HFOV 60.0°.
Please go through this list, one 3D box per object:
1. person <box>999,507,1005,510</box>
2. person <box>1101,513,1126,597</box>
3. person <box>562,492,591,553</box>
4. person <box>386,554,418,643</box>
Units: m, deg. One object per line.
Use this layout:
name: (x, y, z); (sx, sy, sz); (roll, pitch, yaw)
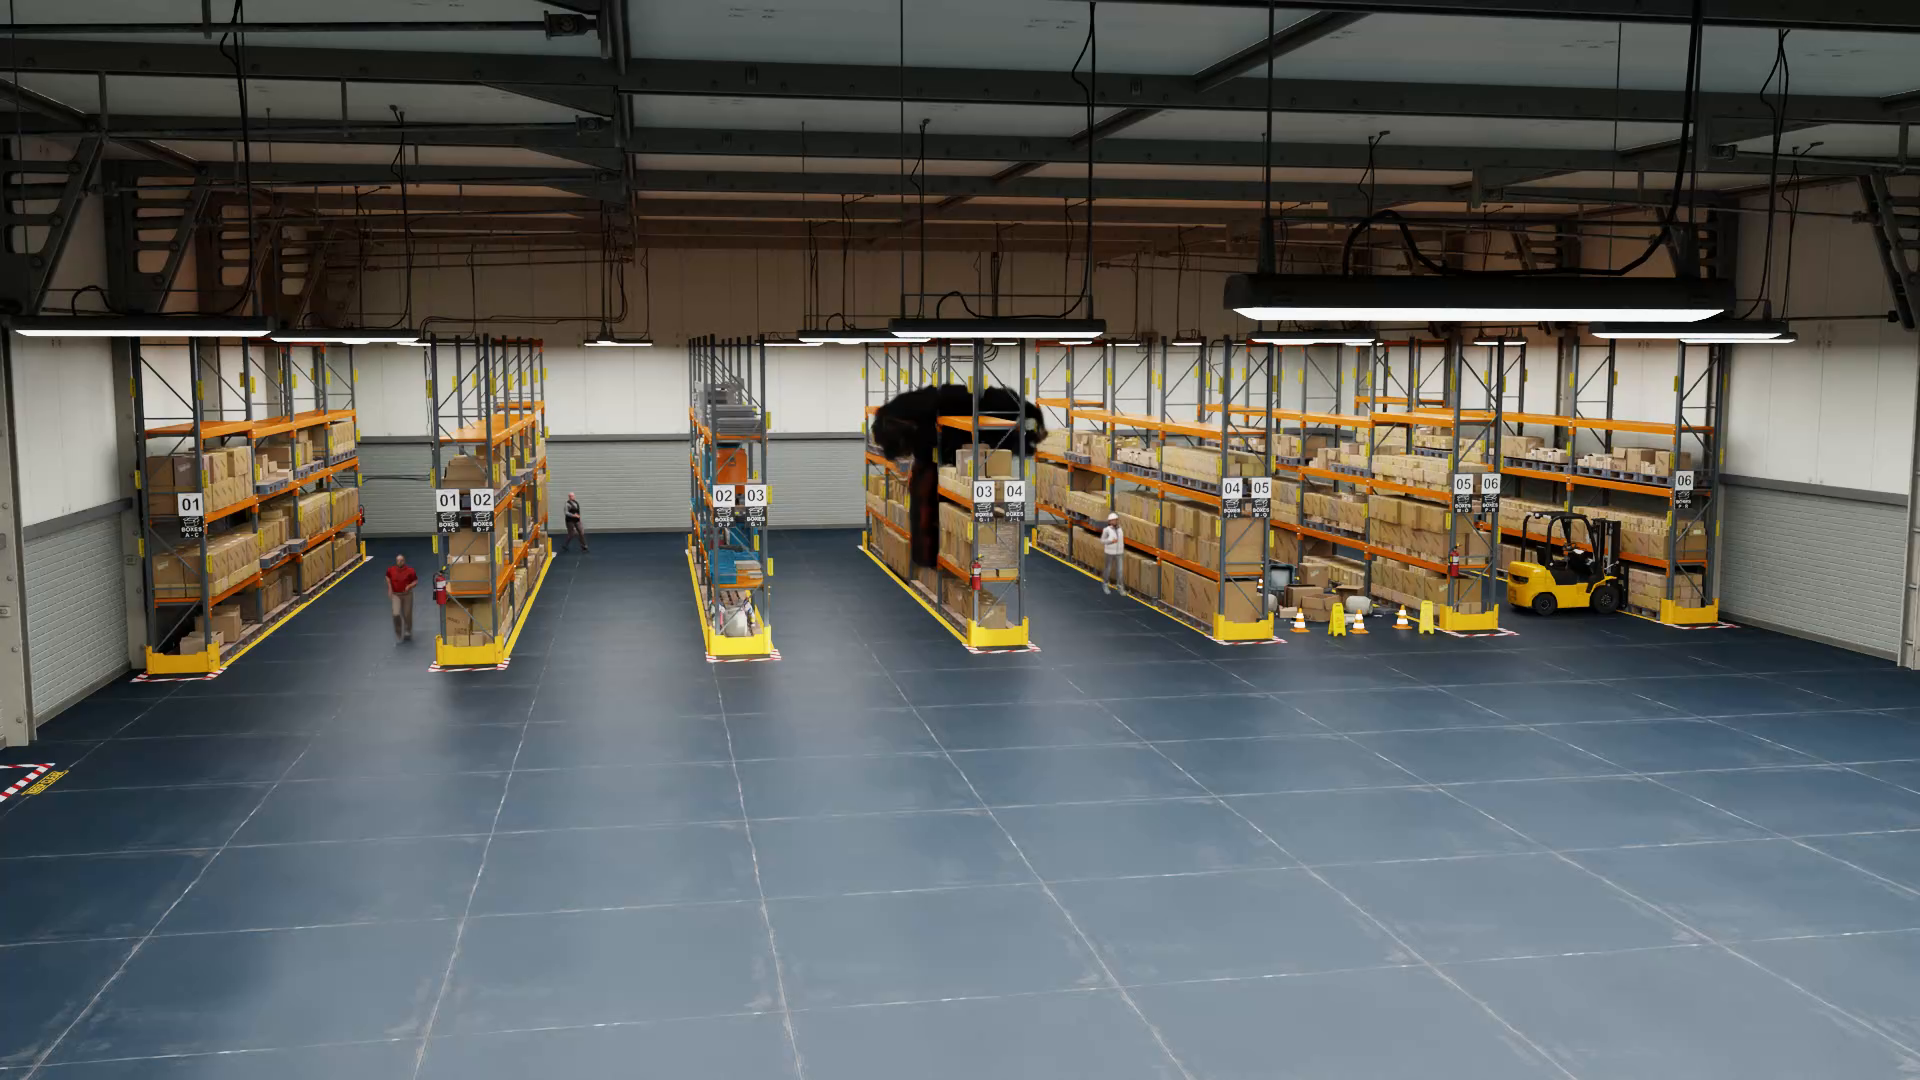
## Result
person: (1.246, -0.706, 48.547); (0.771, 1.747, 0.900); (2, 7, 20)
person: (3.408, 0.314, 36.809); (0.653, 1.811, 0.839); (-2, 7, -20)
person: (-10.913, -0.493, 46.798); (0.862, 1.724, 0.681); (4, 8, 33)
person: (-10.960, 1.164, 32.684); (0.591, 1.788, 0.889); (-2, 7, -17)
